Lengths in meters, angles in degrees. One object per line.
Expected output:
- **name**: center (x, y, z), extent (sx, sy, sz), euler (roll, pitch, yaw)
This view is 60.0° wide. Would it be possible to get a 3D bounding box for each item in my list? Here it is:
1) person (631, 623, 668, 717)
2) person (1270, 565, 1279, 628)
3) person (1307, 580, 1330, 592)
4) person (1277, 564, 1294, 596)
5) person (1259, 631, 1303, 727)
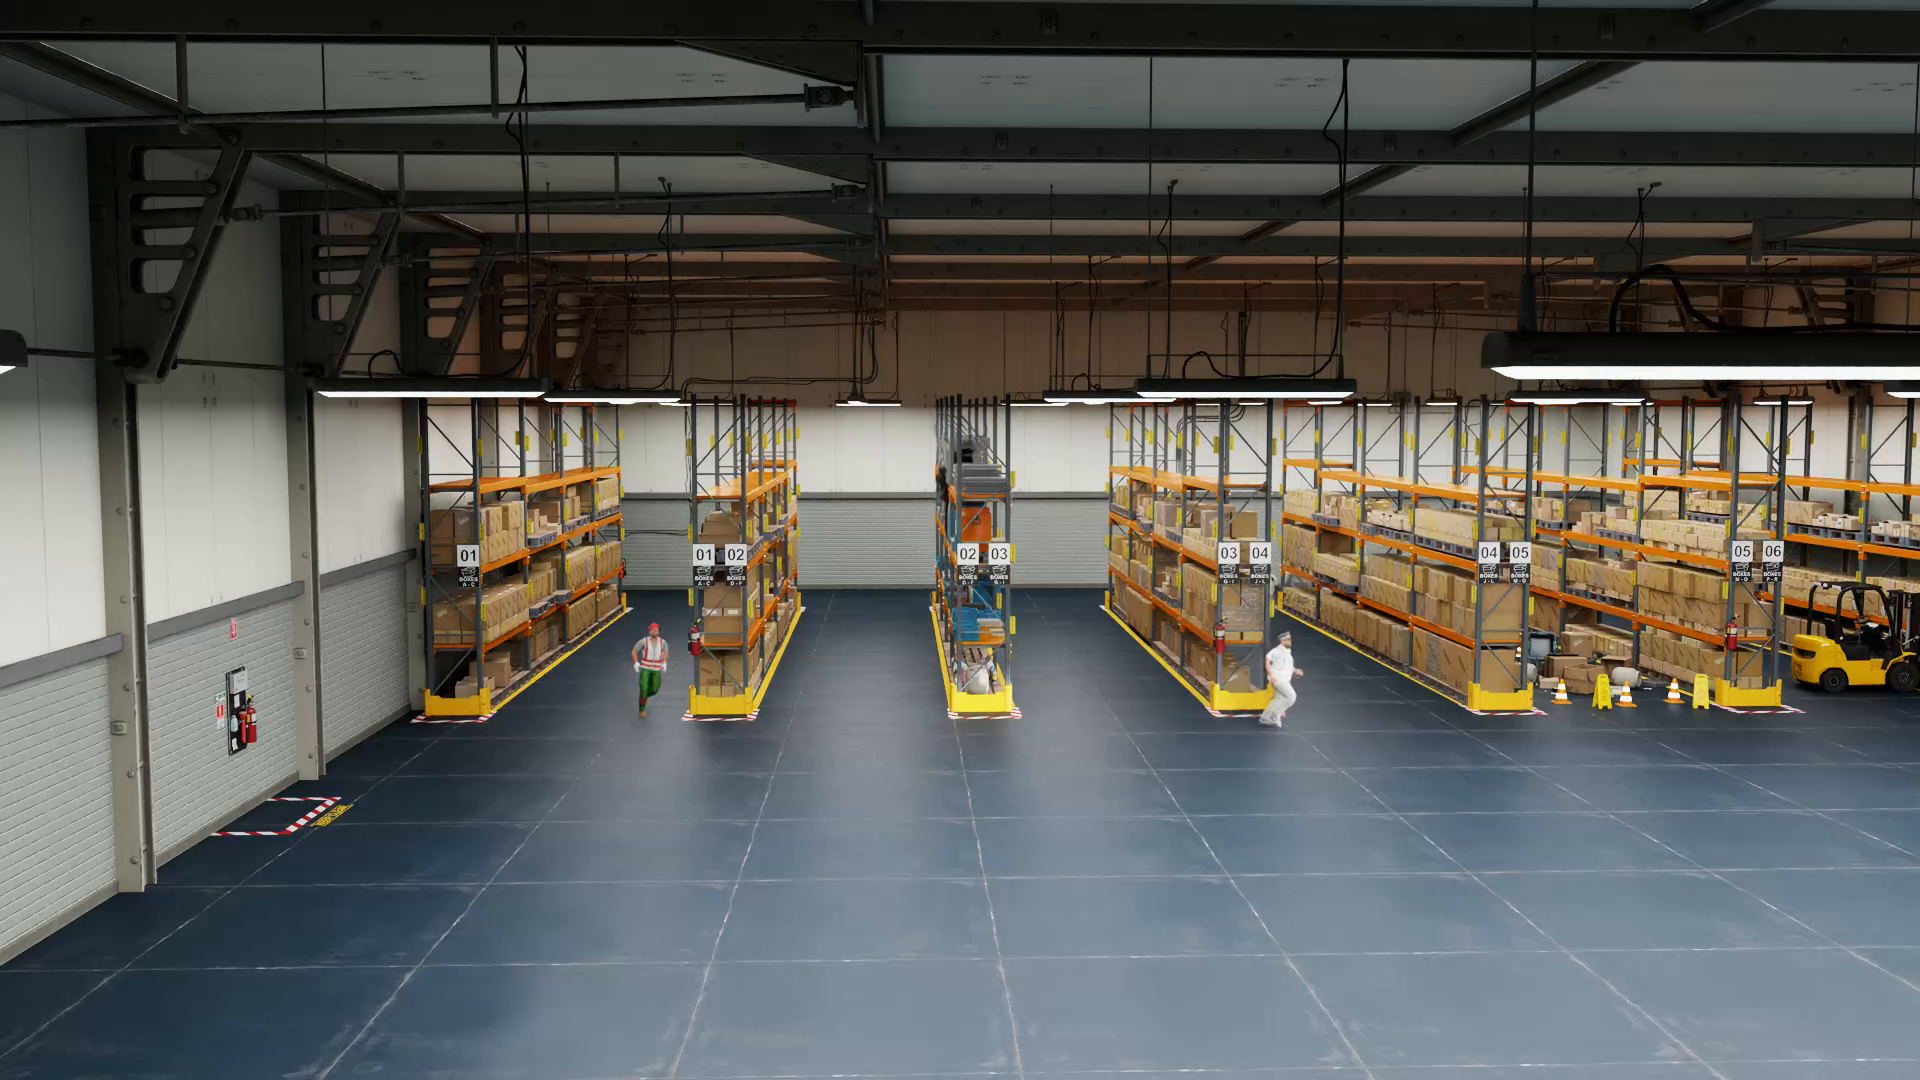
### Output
- **person**: center (-5.810, 2.425, 31.218), extent (0.712, 1.732, 0.576), euler (-2, 5, -23)
- **person**: center (8.097, 1.469, 43.695), extent (0.580, 1.660, 0.555), euler (0, 4, -2)
- **person**: center (10.430, 0.989, 48.874), extent (0.968, 1.745, 0.717), euler (4, 6, 42)
- **person**: center (9.692, 1.009, 48.835), extent (0.739, 1.847, 0.717), euler (-1, 5, -12)
- **person**: center (5.783, 2.498, 29.939), extent (0.771, 1.725, 0.582), euler (2, 5, 25)
